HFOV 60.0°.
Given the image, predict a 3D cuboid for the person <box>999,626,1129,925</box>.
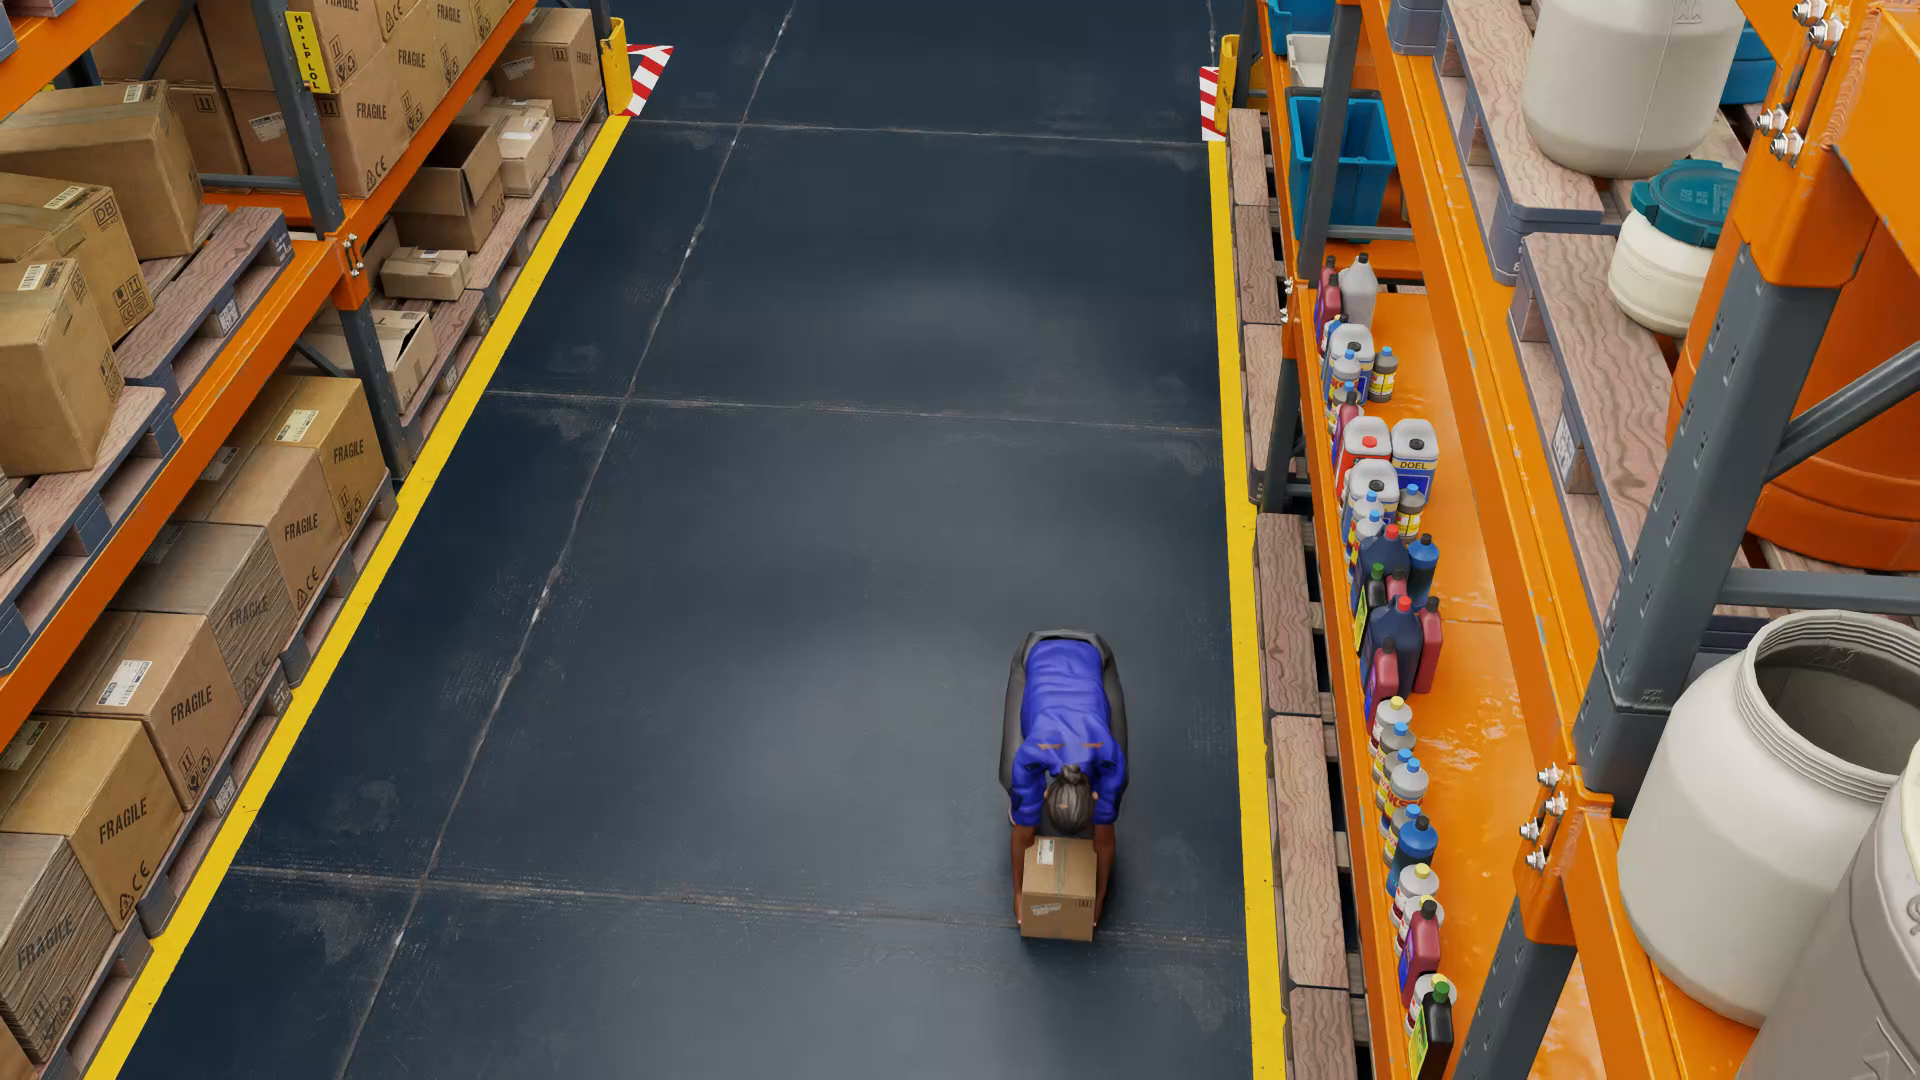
[{"bbox_3d":[0.367,0.809,5.883,0.457,0.804,0.870,1,40,1],"label":"person"}]
